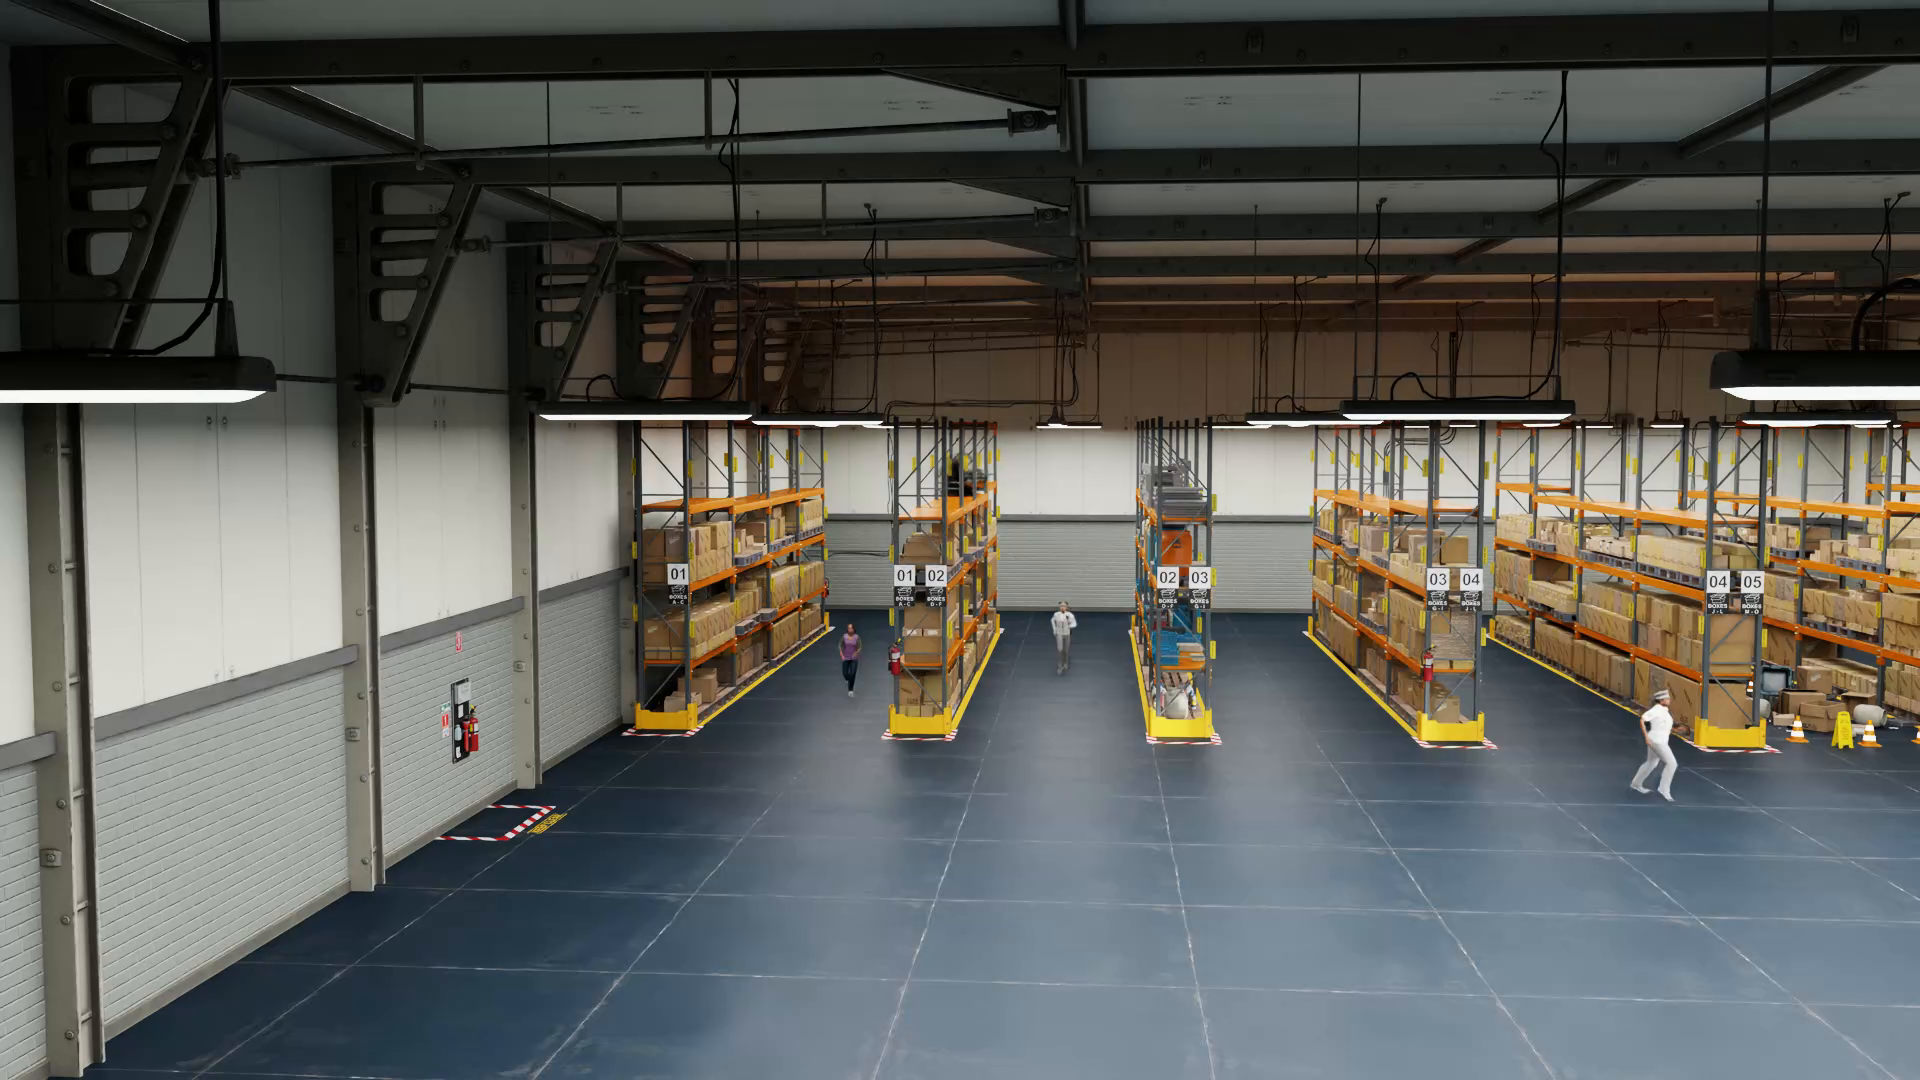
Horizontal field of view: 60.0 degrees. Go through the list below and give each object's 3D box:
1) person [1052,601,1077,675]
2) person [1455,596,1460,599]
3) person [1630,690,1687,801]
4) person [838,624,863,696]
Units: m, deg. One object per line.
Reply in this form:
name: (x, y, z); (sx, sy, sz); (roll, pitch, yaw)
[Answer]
person: (2.477, 2.291, 39.512); (0.596, 1.738, 0.768); (0, 4, 2)
person: (13.511, 1.907, 45.391); (0.743, 1.740, 0.864); (1, 4, 11)
person: (10.896, 3.192, 25.920); (0.813, 1.746, 0.537); (2, 4, 30)
person: (-2.383, 2.597, 36.097); (0.542, 1.561, 0.570); (0, 4, 0)
